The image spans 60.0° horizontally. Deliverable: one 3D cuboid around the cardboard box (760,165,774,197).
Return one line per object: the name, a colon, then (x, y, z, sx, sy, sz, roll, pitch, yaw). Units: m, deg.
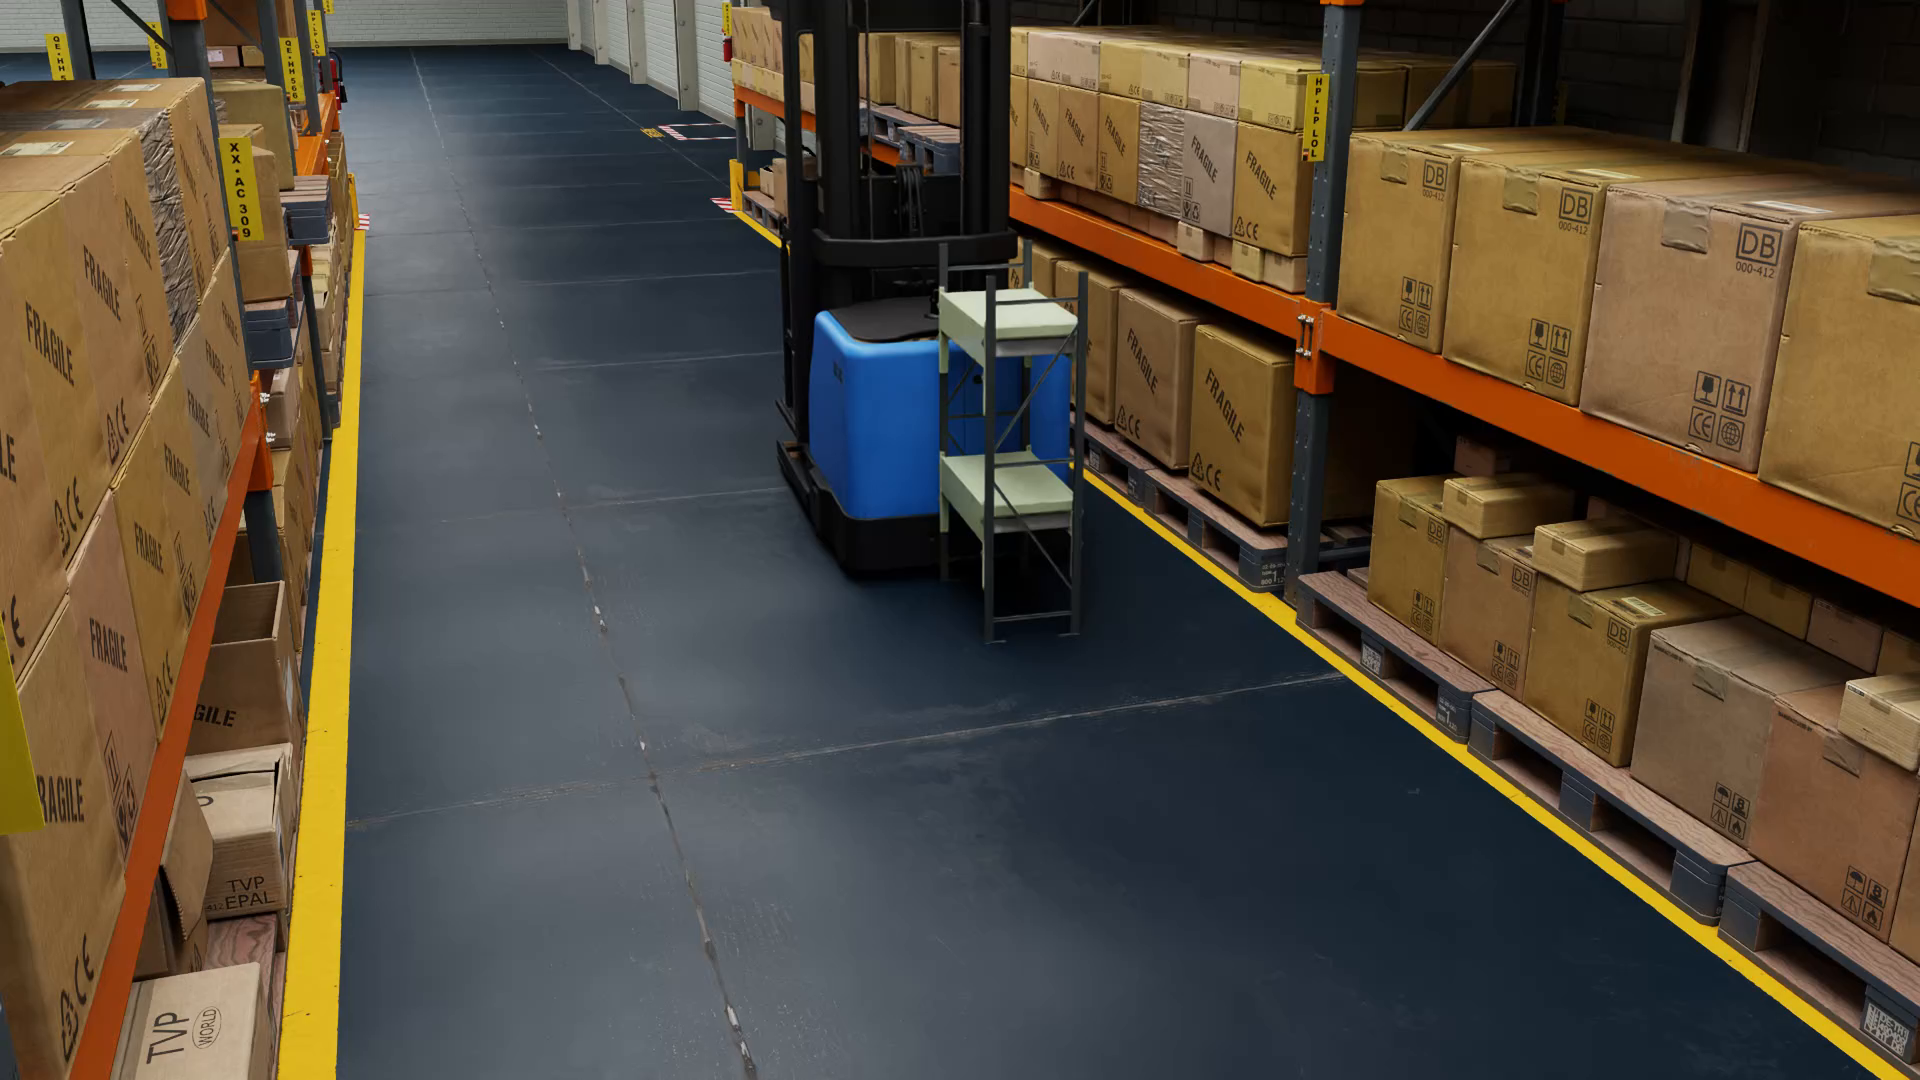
cardboard box: (-1.752, -3.742, 17.223, 0.500, 0.311, 0.500, -9, 22, -23)

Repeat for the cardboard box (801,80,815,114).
cardboard box: (-1.064, -3.807, 14.269, 0.500, 0.250, 0.500, -6, 21, -17)

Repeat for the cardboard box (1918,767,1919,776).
cardboard box: (2.616, 0.541, 4.091, 0.380, 0.149, 0.250, -7, 21, -18)

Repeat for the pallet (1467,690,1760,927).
pallet: (2.439, 0.776, 5.443, 1.003, 0.211, 1.213, -6, 21, -17)

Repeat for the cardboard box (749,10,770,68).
cardboard box: (-1.718, -4.812, 15.959, 0.500, 0.500, 0.500, -7, 21, -19)

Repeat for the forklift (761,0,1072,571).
forklift: (-0.358, -1.707, 8.334, 1.130, 2.935, 3.031, -5, 20, -14)

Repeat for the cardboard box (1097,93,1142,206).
cardboard box: (1.021, -1.983, 8.383, 0.500, 0.500, 0.500, -6, 21, -16)

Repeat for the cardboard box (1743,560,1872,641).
cardboard box: (2.658, 0.175, 5.110, 0.380, 0.149, 0.250, -6, 21, -17)

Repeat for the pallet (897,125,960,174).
pallet: (0.305, -2.591, 10.978, 1.213, 0.211, 1.003, -6, 21, -17)

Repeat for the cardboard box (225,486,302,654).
cardboard box: (-2.735, 0.135, 6.150, 0.500, 0.500, 0.500, -7, 21, -20)

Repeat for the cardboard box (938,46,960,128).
cardboard box: (0.271, -3.045, 11.157, 0.700, 0.500, 0.500, -8, 21, -22)

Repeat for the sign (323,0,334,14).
sign: (-6.067, -5.214, 15.931, 0.100, 0.325, 0.005, -6, 21, -17)

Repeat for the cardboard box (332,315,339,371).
cardboard box: (-4.116, -1.201, 10.269, 0.500, 0.250, 0.500, -7, 21, -19)

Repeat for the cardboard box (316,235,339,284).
cardboard box: (-4.605, -1.962, 11.558, 0.500, 0.311, 0.500, -6, 21, -17)

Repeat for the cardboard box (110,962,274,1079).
cardboard box: (-1.773, 1.192, 3.577, 0.500, 0.250, 0.500, -6, 21, -17)

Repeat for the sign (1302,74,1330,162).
sign: (1.375, -1.628, 6.415, 0.100, 0.325, 0.005, -6, 21, -17)

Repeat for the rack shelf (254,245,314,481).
rack shelf: (-3.443, -0.956, 7.206, 1.077, 0.370, 4.000, -6, 21, -17)

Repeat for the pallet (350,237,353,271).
pallet: (-5.926, -2.560, 14.731, 1.003, 0.211, 1.213, -6, 21, -17)

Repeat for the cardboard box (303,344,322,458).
cardboard box: (-3.555, -0.692, 8.453, 0.500, 0.500, 0.500, -6, 20, -15)

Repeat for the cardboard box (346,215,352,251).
cardboard box: (-5.491, -2.627, 14.239, 0.500, 0.250, 0.500, -6, 21, -17)

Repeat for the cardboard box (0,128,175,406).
cardboard box: (-1.931, -0.549, 3.379, 0.500, 0.500, 0.500, -7, 21, -18)

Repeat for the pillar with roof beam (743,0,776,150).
pillar with roof beam: (-6.816, -9.190, 20.191, 9.100, 9.000, 0.400, -6, 21, -17)

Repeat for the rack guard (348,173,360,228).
rack guard: (-6.594, -3.335, 16.463, 1.175, 0.500, 0.348, -6, 21, -17)

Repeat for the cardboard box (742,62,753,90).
cardboard box: (-1.856, -4.615, 16.520, 0.500, 0.250, 0.500, -7, 21, -19)

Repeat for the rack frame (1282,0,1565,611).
rack frame: (1.887, -1.181, 6.766, 1.000, 3.000, 0.127, -6, 21, -17)

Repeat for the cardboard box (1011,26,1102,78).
cardboard box: (0.537, -2.831, 9.635, 0.500, 0.250, 0.500, -6, 21, -16)

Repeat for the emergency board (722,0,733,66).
emergency board: (-3.470, -7.621, 24.698, 0.194, 1.169, 0.643, -6, 21, -17)

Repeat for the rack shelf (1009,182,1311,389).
rack shelf: (1.259, -1.484, 8.675, 1.077, 0.370, 4.000, -6, 21, -17)

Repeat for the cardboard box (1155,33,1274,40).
cardboard box: (1.336, -2.564, 8.891, 0.500, 0.250, 0.500, -7, 21, -19)

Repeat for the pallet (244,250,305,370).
pallet: (-2.962, -0.831, 6.076, 1.003, 0.211, 1.213, -6, 21, -17)

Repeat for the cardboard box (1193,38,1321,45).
cardboard box: (1.497, -2.401, 8.436, 0.500, 0.250, 0.500, -7, 21, -18)

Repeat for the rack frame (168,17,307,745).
rack frame: (-2.814, -0.653, 5.298, 1.000, 3.000, 0.127, -6, 21, -17)

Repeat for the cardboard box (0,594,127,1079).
cardboard box: (-1.446, 0.413, 2.181, 0.500, 0.500, 0.500, -6, 21, -16)

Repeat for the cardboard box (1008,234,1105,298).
cardboard box: (0.737, -1.400, 9.937, 0.750, 0.750, 0.750, -7, 21, -18)

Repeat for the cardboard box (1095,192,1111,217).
cardboard box: (0.944, -1.815, 8.875, 0.380, 0.149, 0.250, -6, 21, -16)

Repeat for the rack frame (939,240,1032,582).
rack frame: (0.108, -0.538, 7.195, 0.400, 1.500, 0.023, -5, 20, -14)

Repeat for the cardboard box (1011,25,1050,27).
cardboard box: (0.378, -3.233, 10.722, 0.380, 0.149, 0.250, -10, 22, -26)

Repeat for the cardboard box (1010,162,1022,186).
cardboard box: (0.514, -2.225, 10.017, 0.380, 0.149, 0.250, -7, 21, -18)

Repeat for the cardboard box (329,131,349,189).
cardboard box: (-6.135, -3.620, 15.895, 0.500, 0.500, 0.500, -6, 21, -17)

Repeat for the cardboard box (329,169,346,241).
cardboard box: (-5.177, -2.659, 13.219, 0.500, 0.500, 0.500, -6, 21, -17)

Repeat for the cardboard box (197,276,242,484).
cardboard box: (-2.250, -0.402, 4.450, 0.500, 0.500, 0.500, -6, 21, -16)

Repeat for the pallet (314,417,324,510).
pallet: (-3.873, -0.381, 8.665, 1.003, 0.211, 1.213, -6, 21, -17)

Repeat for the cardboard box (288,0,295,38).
cardboard box: (-5.634, -4.182, 13.055, 0.700, 0.500, 0.500, -6, 21, -17)

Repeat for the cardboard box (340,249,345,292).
cardboard box: (-4.923, -2.022, 12.554, 0.500, 0.250, 0.500, -7, 21, -18)

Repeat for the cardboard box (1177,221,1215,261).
cardboard box: (1.233, -1.395, 7.706, 0.380, 0.149, 0.250, -6, 21, -17)

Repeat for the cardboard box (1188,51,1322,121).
cardboard box: (1.346, -2.018, 7.370, 0.500, 0.250, 0.500, -6, 21, -16)

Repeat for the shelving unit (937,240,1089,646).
shelving unit: (0.200, -0.418, 6.862, 0.431, 1.500, 0.755, -5, 20, -14)

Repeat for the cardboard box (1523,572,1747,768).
cardboard box: (2.339, 0.375, 5.510, 0.700, 0.500, 0.500, -6, 21, -16)
